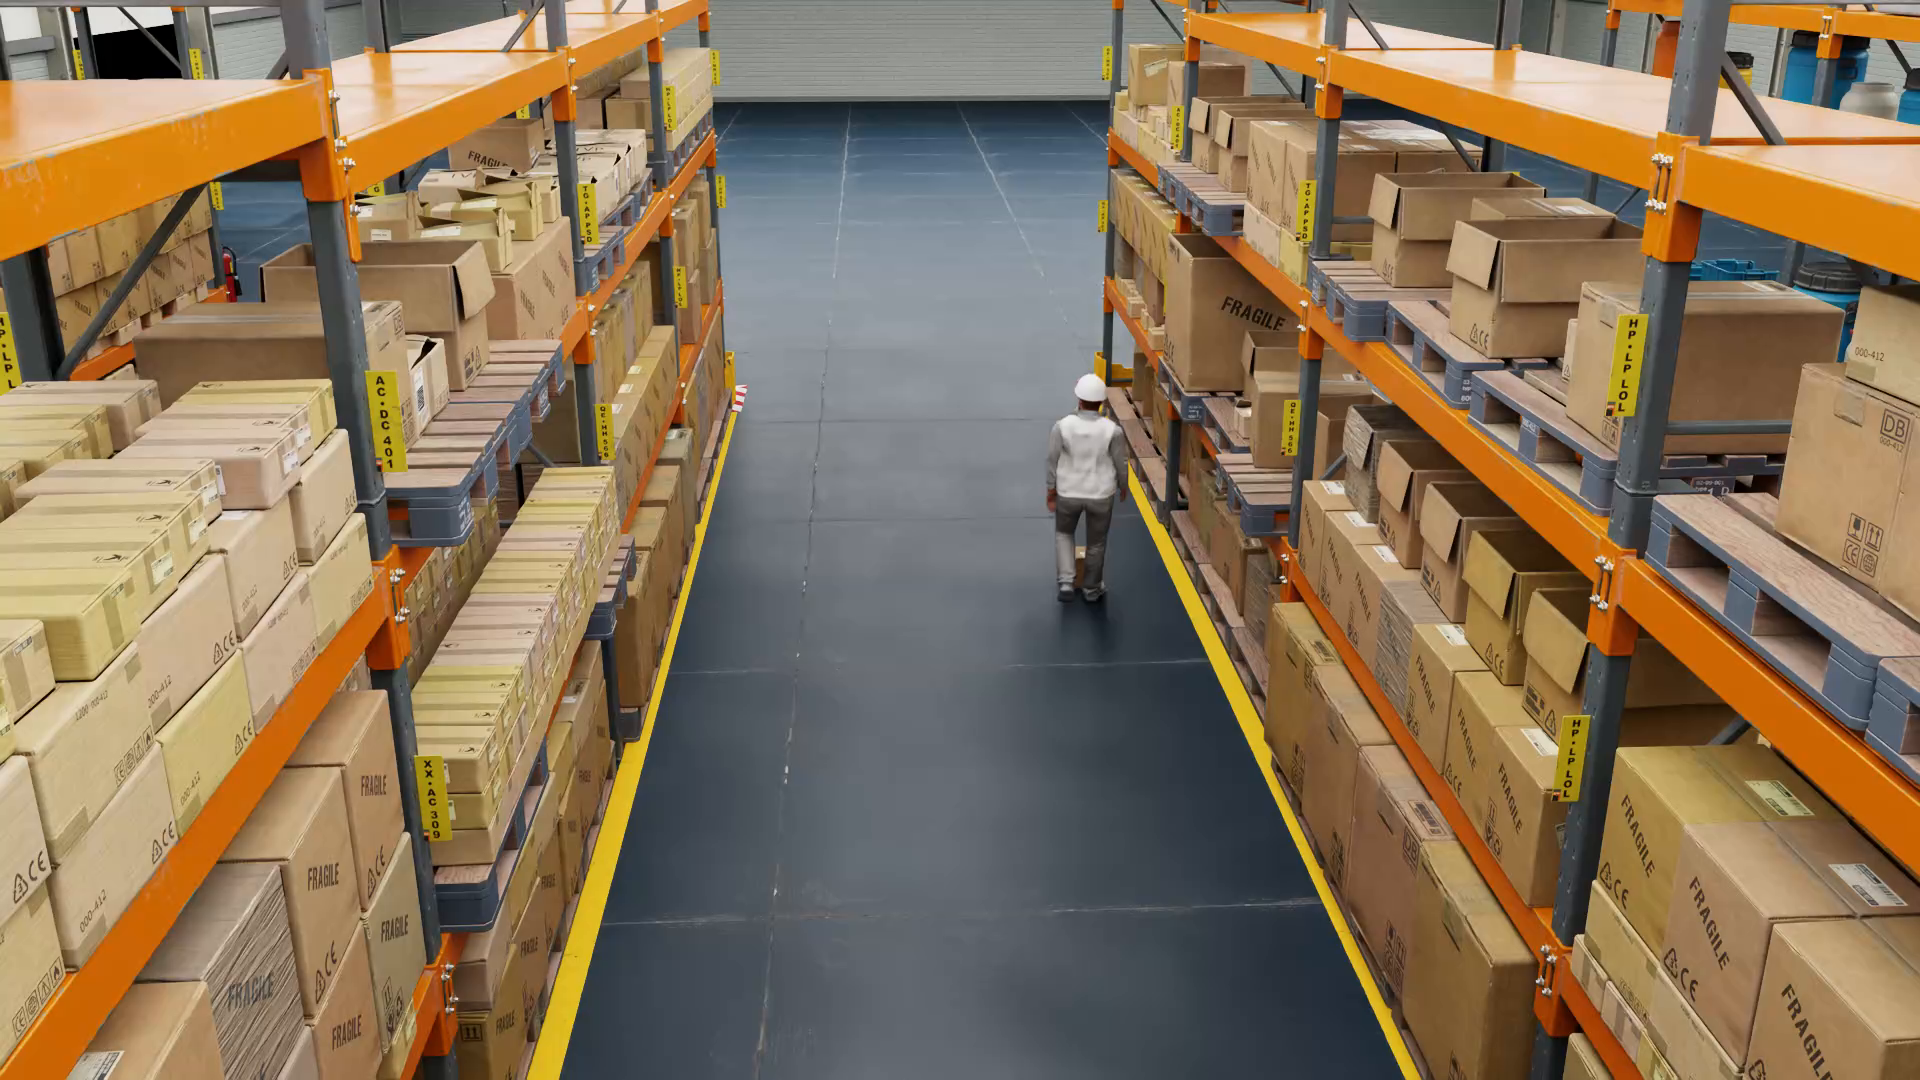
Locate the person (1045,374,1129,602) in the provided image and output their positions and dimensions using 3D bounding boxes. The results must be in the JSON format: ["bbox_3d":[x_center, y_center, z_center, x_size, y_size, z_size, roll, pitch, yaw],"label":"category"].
[{"bbox_3d":[0.924,-0.372,12.024,0.587,1.764,0.585,4,21,10],"label":"person"}]
